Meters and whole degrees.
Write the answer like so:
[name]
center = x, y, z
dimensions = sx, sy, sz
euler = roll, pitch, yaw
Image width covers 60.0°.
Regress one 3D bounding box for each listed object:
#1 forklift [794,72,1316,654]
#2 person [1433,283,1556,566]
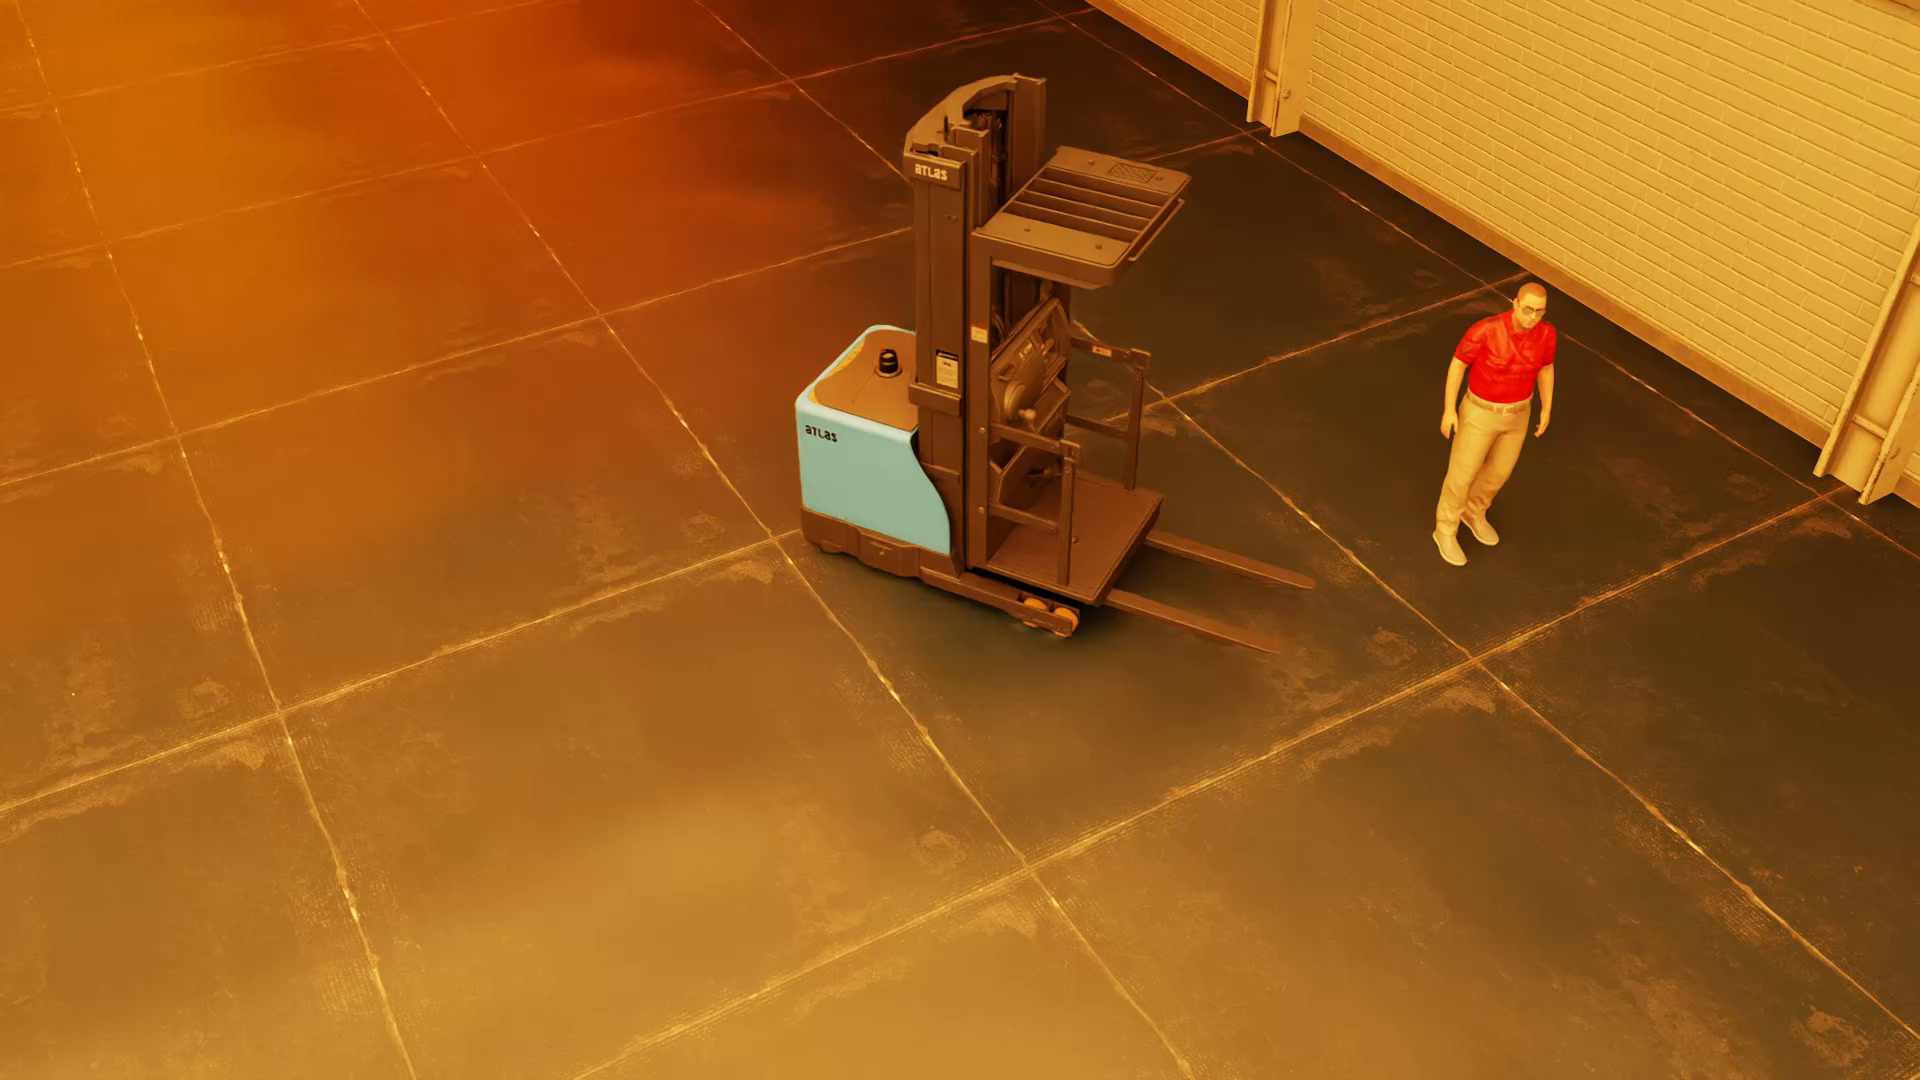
[forklift]
center = 0.573, -0.957, 9.190
dimensions = 3.031, 2.935, 1.130
euler = 18, 43, 20
[person]
center = 3.192, -0.689, 9.807
dimensions = 0.685, 1.731, 0.544
euler = -7, 40, -9
